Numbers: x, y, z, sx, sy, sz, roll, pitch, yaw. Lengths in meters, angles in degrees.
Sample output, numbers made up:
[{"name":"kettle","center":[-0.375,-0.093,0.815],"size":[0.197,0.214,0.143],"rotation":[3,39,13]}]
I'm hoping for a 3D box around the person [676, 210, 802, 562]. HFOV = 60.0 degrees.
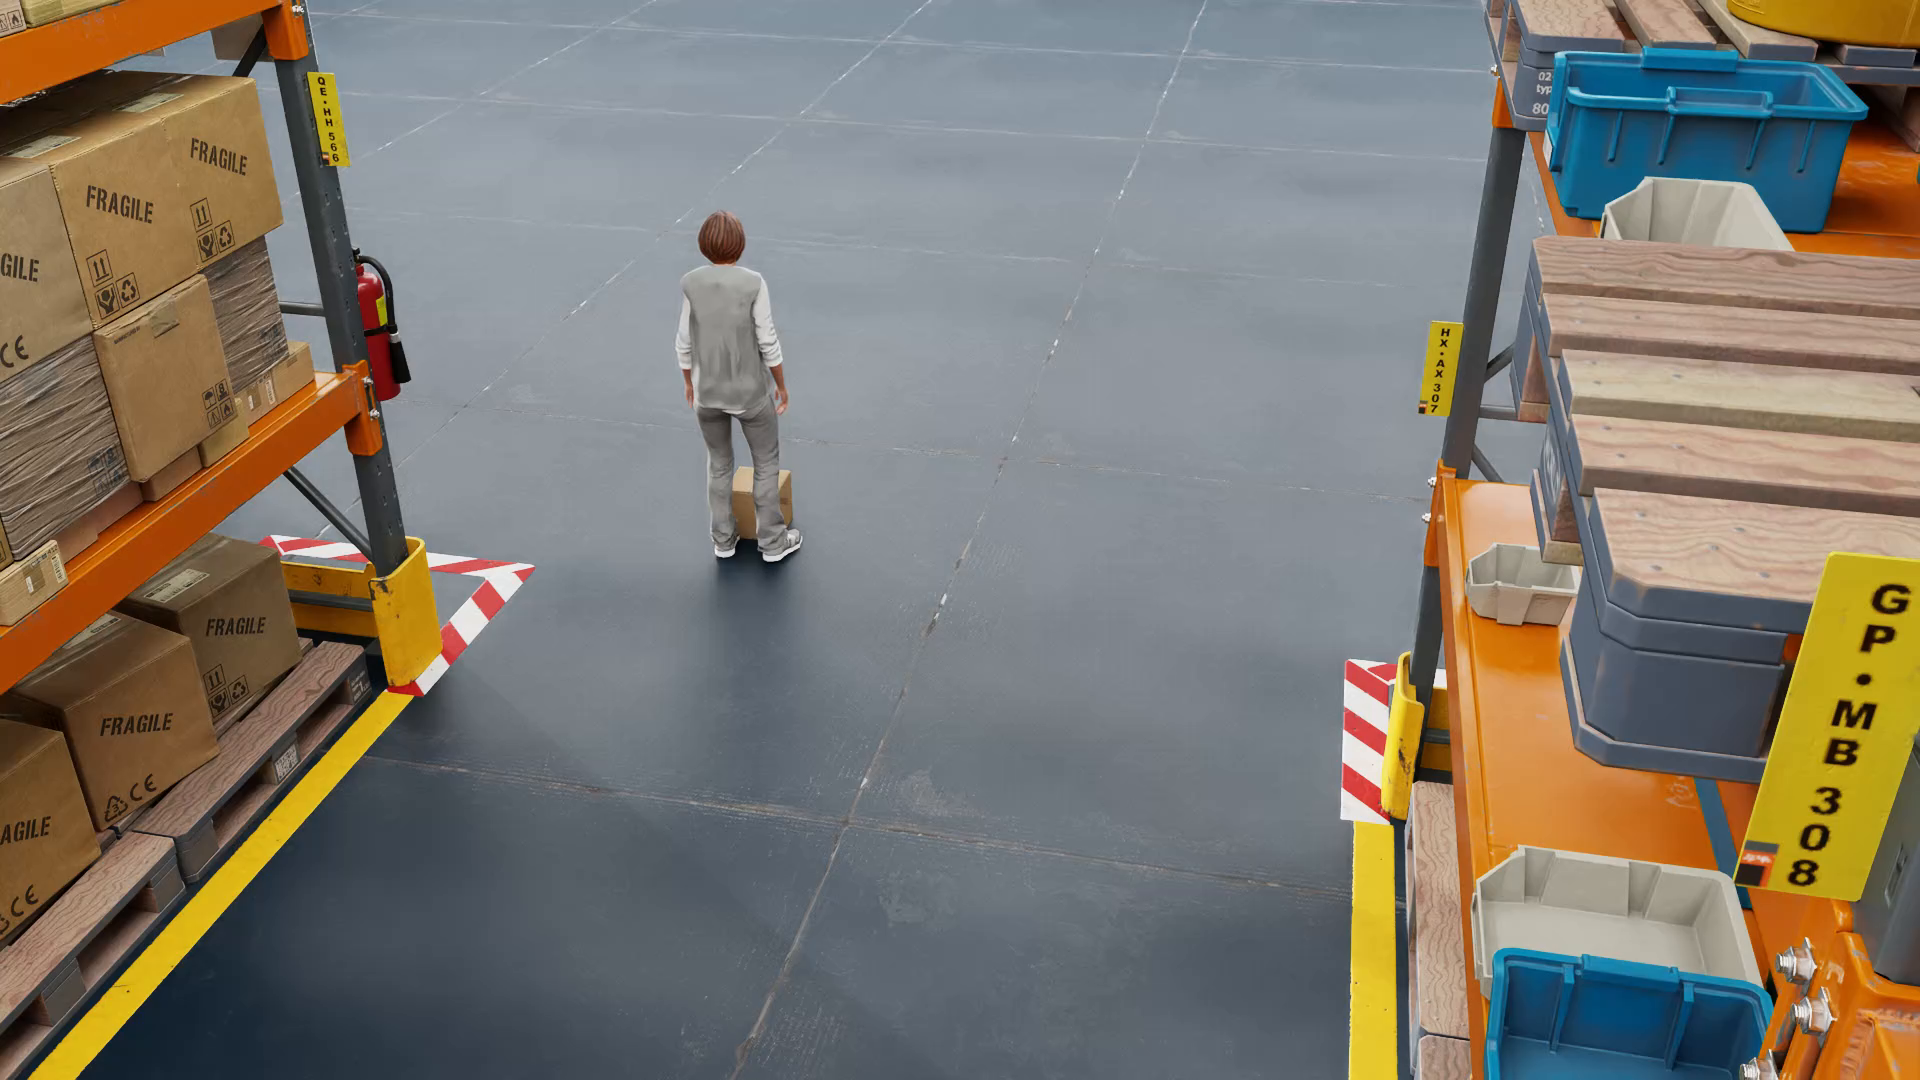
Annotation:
[{"name":"person","center":[-0.988,-0.644,7.289],"size":[0.479,1.593,0.345],"rotation":[5,30,9]}]
